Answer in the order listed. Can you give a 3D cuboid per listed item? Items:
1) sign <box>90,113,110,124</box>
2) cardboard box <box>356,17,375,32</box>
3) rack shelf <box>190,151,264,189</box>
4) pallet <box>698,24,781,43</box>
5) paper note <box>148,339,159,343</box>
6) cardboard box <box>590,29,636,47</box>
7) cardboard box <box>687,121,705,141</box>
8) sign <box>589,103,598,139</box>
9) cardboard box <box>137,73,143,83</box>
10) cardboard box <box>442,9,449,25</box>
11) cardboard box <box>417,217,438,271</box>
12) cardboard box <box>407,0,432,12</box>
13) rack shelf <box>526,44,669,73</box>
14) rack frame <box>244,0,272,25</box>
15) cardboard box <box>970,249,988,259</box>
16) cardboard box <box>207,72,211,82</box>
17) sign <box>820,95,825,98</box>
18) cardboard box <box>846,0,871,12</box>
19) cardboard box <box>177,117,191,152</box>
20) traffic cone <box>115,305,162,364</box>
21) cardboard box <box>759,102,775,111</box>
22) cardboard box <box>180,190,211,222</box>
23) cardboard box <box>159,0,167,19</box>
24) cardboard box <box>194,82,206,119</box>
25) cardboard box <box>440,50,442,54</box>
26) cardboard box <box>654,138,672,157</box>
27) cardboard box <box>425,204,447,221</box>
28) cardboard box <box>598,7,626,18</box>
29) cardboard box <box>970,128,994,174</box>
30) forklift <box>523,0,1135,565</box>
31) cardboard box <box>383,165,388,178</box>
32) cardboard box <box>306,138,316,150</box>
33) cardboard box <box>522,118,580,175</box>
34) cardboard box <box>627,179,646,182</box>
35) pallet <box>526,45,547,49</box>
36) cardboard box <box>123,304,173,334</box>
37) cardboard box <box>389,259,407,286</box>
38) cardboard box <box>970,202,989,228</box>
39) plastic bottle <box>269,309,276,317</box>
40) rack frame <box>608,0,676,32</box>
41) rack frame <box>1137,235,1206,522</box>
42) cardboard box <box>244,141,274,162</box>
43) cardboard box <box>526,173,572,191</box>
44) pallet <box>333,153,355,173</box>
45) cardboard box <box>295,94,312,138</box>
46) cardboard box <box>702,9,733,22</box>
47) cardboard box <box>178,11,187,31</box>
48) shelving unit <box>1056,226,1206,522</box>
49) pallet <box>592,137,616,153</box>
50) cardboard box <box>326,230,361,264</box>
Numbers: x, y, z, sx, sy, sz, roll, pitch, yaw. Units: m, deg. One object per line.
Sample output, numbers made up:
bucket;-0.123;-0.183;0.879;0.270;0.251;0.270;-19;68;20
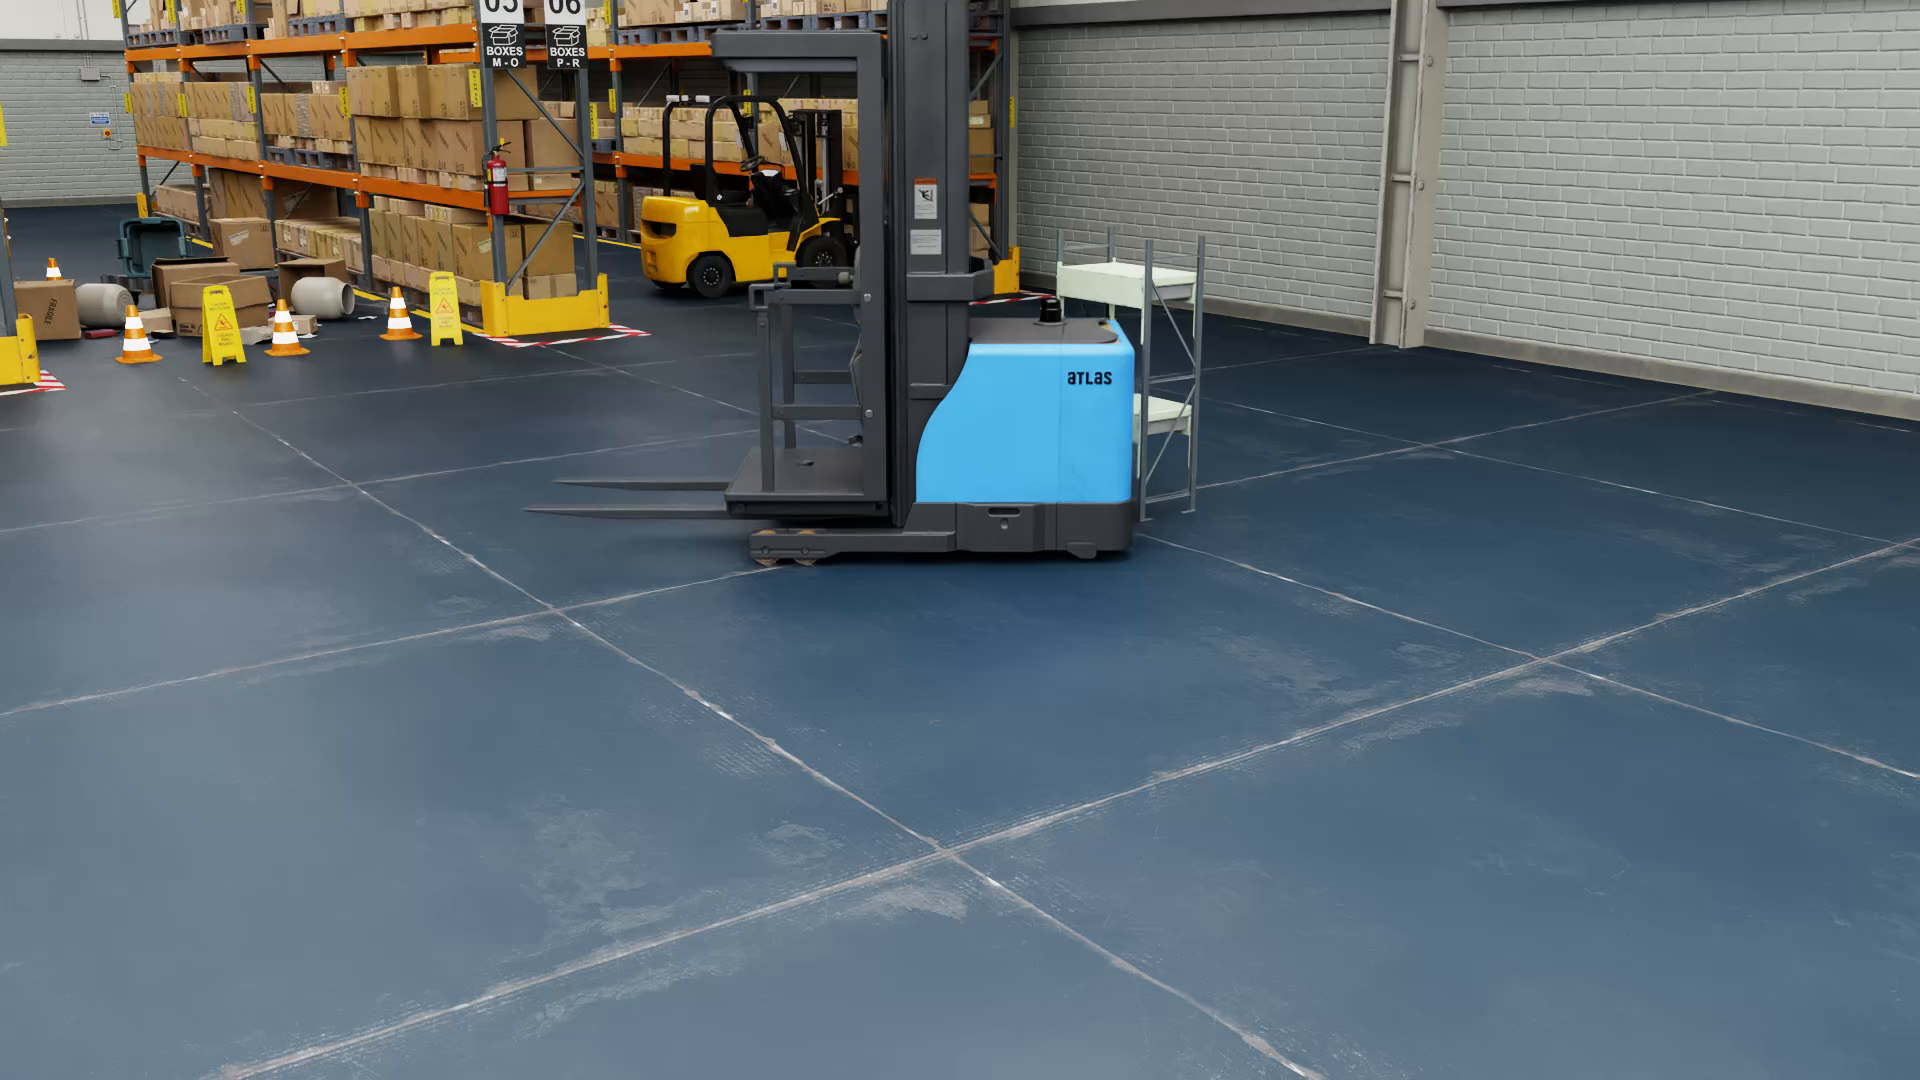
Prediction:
sign;-16.720;-8.194;32.322;0.327;0.218;0.001;-11;19;-35
cardboard box;-6.163;-5.452;17.606;0.380;0.149;0.250;-11;19;-34
rack shelf;-9.782;-5.230;23.365;1.077;0.370;4.000;-11;19;-35
pallet;-2.771;-6.608;21.717;0.805;0.209;1.217;-12;19;-37
paper note;-7.371;-1.808;15.128;0.144;0.017;0.142;-4;16;-15
cardboard box;-5.092;-7.367;24.414;0.500;0.250;0.500;-12;19;-36
cardboard box;-3.341;-5.520;22.398;0.500;0.250;0.500;-10;18;-33
sign;-3.464;-3.943;15.661;0.100;0.325;0.005;-11;19;-35
cardboard box;-13.054;-7.464;26.854;0.380;0.149;0.250;-10;18;-33
cardboard box;-4.640;-4.910;15.627;0.380;0.149;0.250;-10;18;-33
cardboard box;-5.185;-3.030;16.957;0.500;0.500;0.500;-11;19;-36
cardboard box;-5.025;-5.244;16.094;0.500;0.250;0.500;-10;18;-33
rack shelf;-5.770;-7.448;25.787;1.077;0.370;4.000;-11;19;-35
rack frame;-8.606;-8.043;20.917;1.000;3.000;0.127;-11;19;-35
cardboard box;-0.020;-3.224;19.087;0.500;0.250;0.500;-11;19;-34
cardboard box;-11.464;-6.937;24.926;0.380;0.149;0.250;-10;18;-33
sign;-1.794;-5.609;21.598;0.100;0.325;0.005;-11;19;-35
cardboard box;-0.869;-6.249;18.871;0.700;0.500;0.500;-11;19;-34
cardboard box;-11.438;-6.111;25.034;0.500;0.500;0.500;-11;19;-34
traffic cone;-7.011;-1.762;14.136;0.336;0.463;0.334;-11;19;-35
cardboard box;-2.294;-5.457;20.852;0.380;0.149;0.250;-10;18;-33
cardboard box;-11.768;-5.312;26.362;0.875;0.438;0.875;-12;19;-36
cardboard box;-11.777;-8.034;25.386;0.797;0.503;0.637;-9;18;-30
cardboard box;-10.611;-6.291;23.797;0.500;0.500;0.500;-11;19;-35
cardboard box;-9.123;-8.799;29.836;0.380;0.149;0.250;-10;18;-34
cardboard box;-3.930;-5.499;23.269;0.500;0.250;0.500;-12;19;-36
cardboard box;-5.154;-3.302;16.721;0.380;0.149;0.250;-10;18;-32
cardboard box;-5.035;-7.659;24.160;0.380;0.149;0.250;-10;18;-33
cardboard box;0.044;-4.410;18.817;0.500;0.500;0.500;-10;18;-33
forklift;-0.661;-1.433;8.261;3.031;2.935;1.130;0;15;0
cardboard box;-5.957;-3.959;17.837;0.380;0.149;0.250;-11;19;-35
cardboard box;-7.655;-4.780;20.040;0.380;0.149;0.250;-10;18;-33
cardboard box;-3.957;-3.777;15.942;0.500;0.500;0.500;-11;19;-35
cardboard box;-4.994;-5.492;25.671;0.380;0.149;0.250;-11;19;-34
pallet;-6.007;-7.760;25.921;1.213;0.211;1.003;-11;19;-35
cardboard box;-7.699;-2.106;15.767;0.396;0.266;0.258;-7;17;-25
cardboard box;-5.803;-2.892;17.873;0.500;0.250;0.500;-10;18;-31
cardboard box;-0.019;-3.703;18.944;0.500;0.250;0.500;-11;19;-35
plastic bottle;-7.013;-2.312;16.906;0.133;0.061;0.283;-7;17;-25
rack frame;-4.594;-8.815;23.735;1.000;3.000;0.127;-11;19;-35
rack frame;1.123;-0.851;8.843;0.400;1.500;0.023;-11;19;-34
cardboard box;-9.114;-5.145;21.977;0.500;0.250;0.500;-12;19;-36
cardboard box;-3.935;-3.425;15.884;0.380;0.149;0.250;-11;19;-34
pallet;-6.586;-4.389;19.293;1.003;0.211;1.213;-11;19;-35
cardboard box;-7.612;-5.081;19.912;0.500;0.500;0.500;-12;19;-37
cardboard box;-3.134;-6.831;21.661;0.380;0.149;0.250;-11;19;-35
cardboard box;-10.947;-7.427;23.808;0.396;0.266;0.258;-11;19;-35
shelving unit;0.911;-0.930;9.131;0.431;1.500;0.755;-11;19;-34
pallet;-5.049;-5.962;25.042;1.213;0.211;1.003;-11;19;-35
cardboard box;-6.990;-3.495;19.847;0.950;0.372;0.625;-10;18;-31
